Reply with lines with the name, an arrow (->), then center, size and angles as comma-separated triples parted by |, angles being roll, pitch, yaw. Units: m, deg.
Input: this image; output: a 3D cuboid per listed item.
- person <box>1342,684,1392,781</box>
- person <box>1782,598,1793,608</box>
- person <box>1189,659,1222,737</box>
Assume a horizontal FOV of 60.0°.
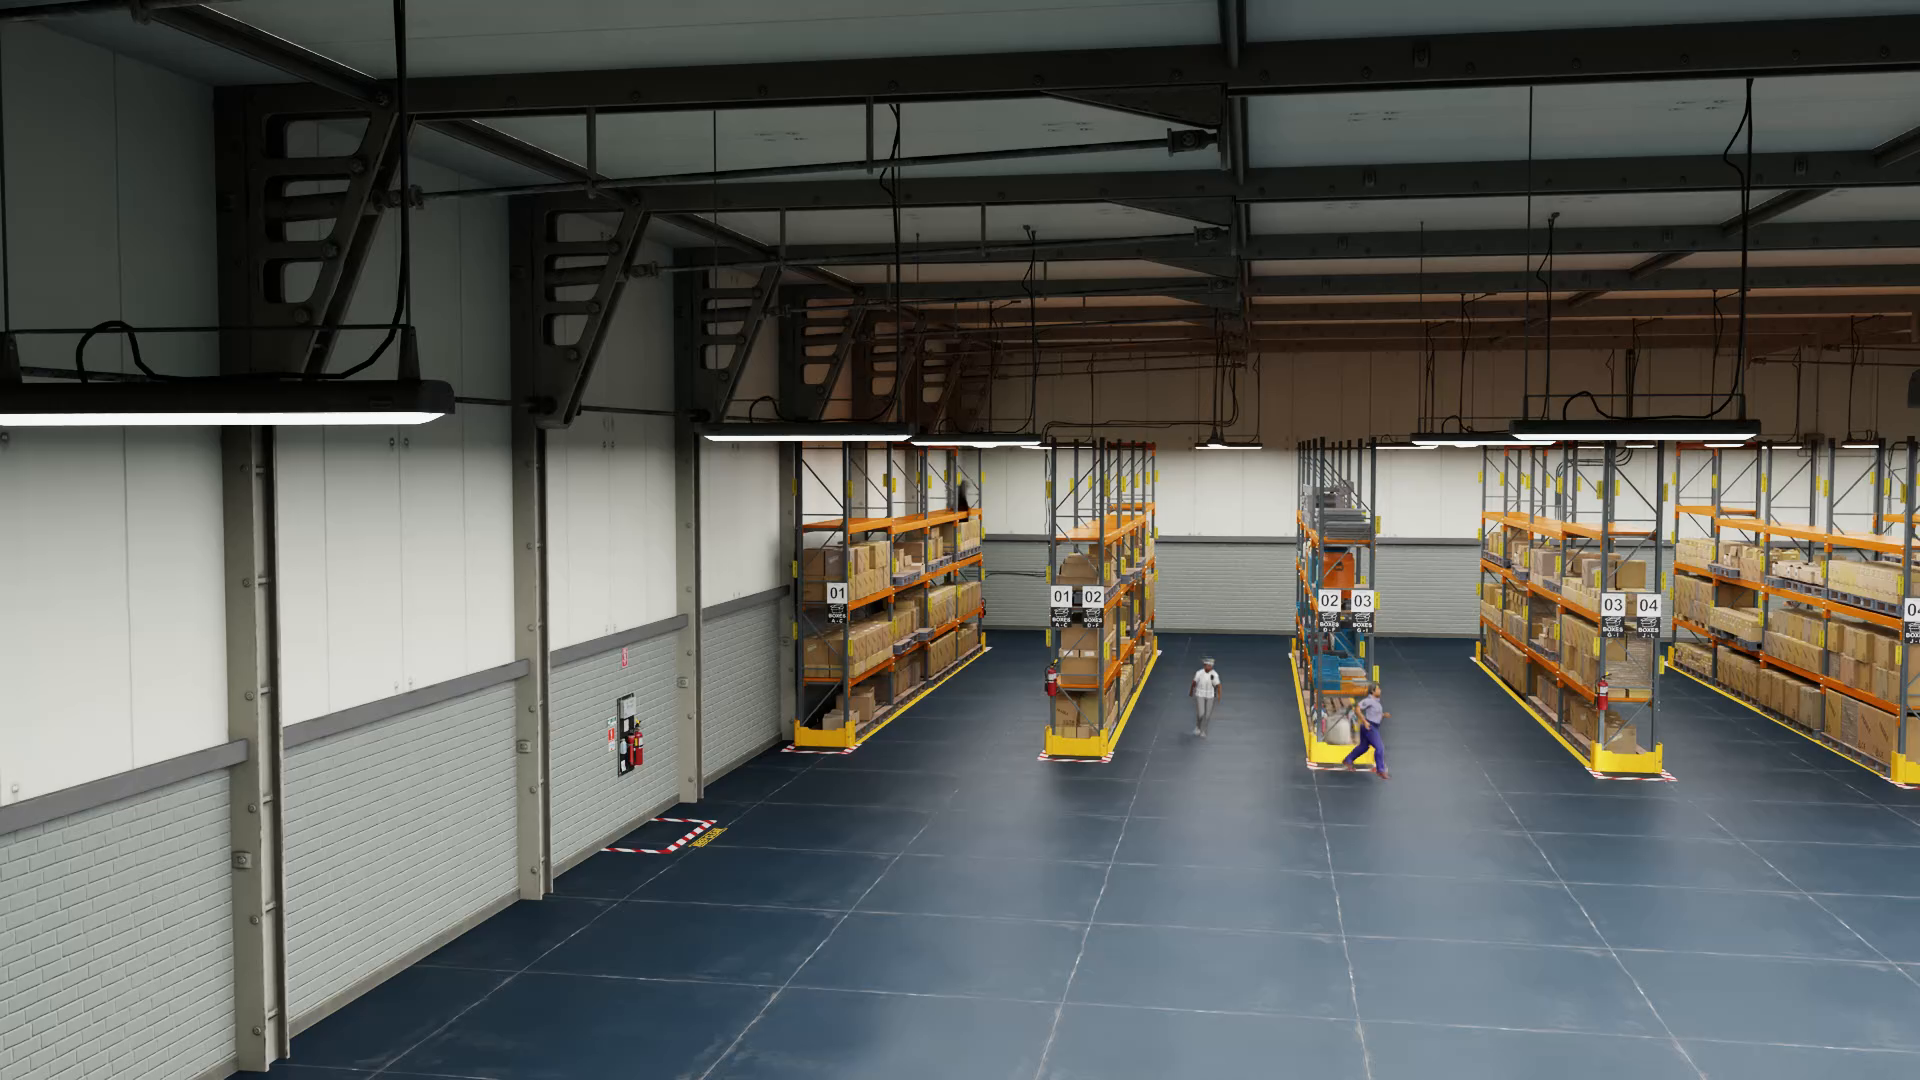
person -> 7.145, 3.359, 29.204 | 0.910, 1.689, 0.636 | 1, 3, 24
person -> 22.824, 2.454, 45.798 | 0.763, 1.717, 0.558 | 0, 3, 5
person -> 4.915, 3.149, 33.154 | 0.572, 1.608, 0.761 | 0, 3, -3
